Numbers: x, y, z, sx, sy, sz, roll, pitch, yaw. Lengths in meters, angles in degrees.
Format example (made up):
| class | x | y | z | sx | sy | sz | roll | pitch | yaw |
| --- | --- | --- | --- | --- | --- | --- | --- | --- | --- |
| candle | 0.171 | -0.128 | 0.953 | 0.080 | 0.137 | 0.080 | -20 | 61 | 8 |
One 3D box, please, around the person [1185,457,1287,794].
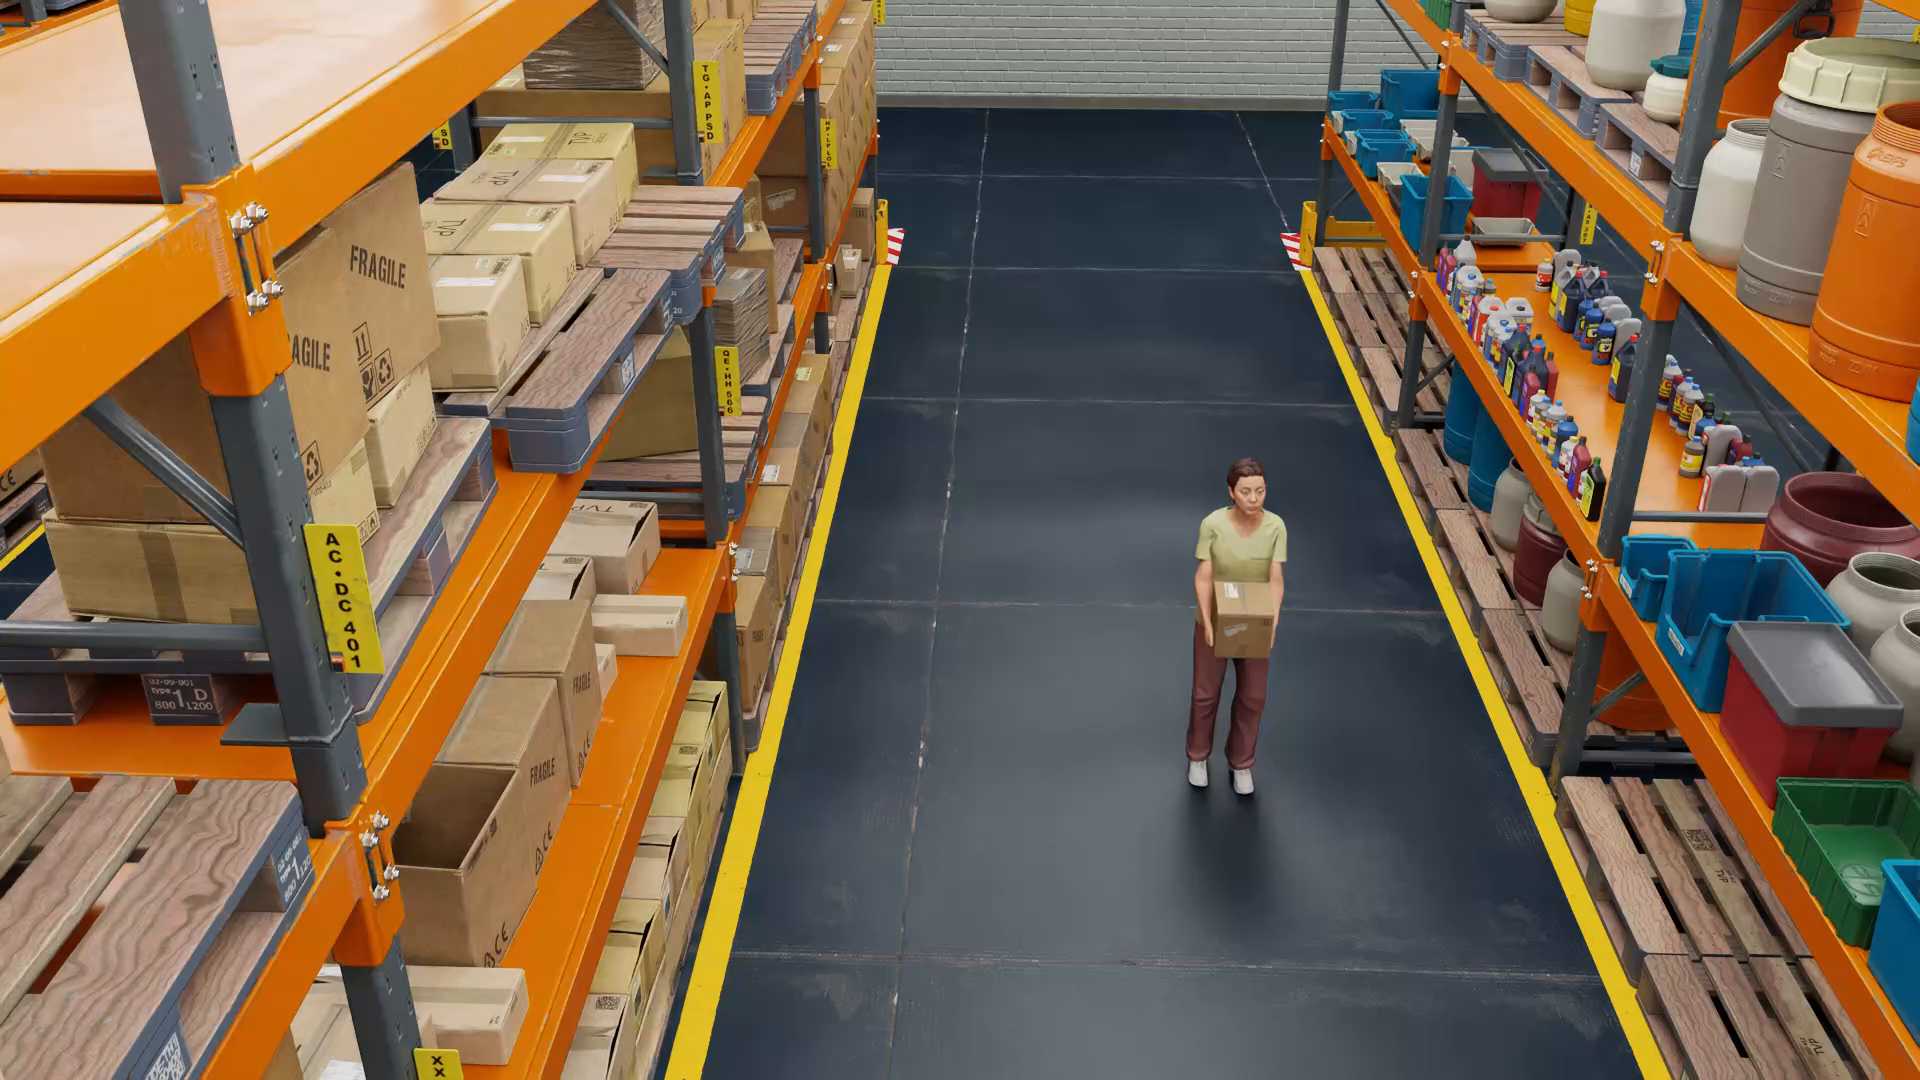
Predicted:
| class | x | y | z | sx | sy | sz | roll | pitch | yaw |
| --- | --- | --- | --- | --- | --- | --- | --- | --- | --- |
| person | 1.299 | 0.432 | 7.827 | 0.426 | 1.662 | 0.561 | 1 | 28 | 3 |
